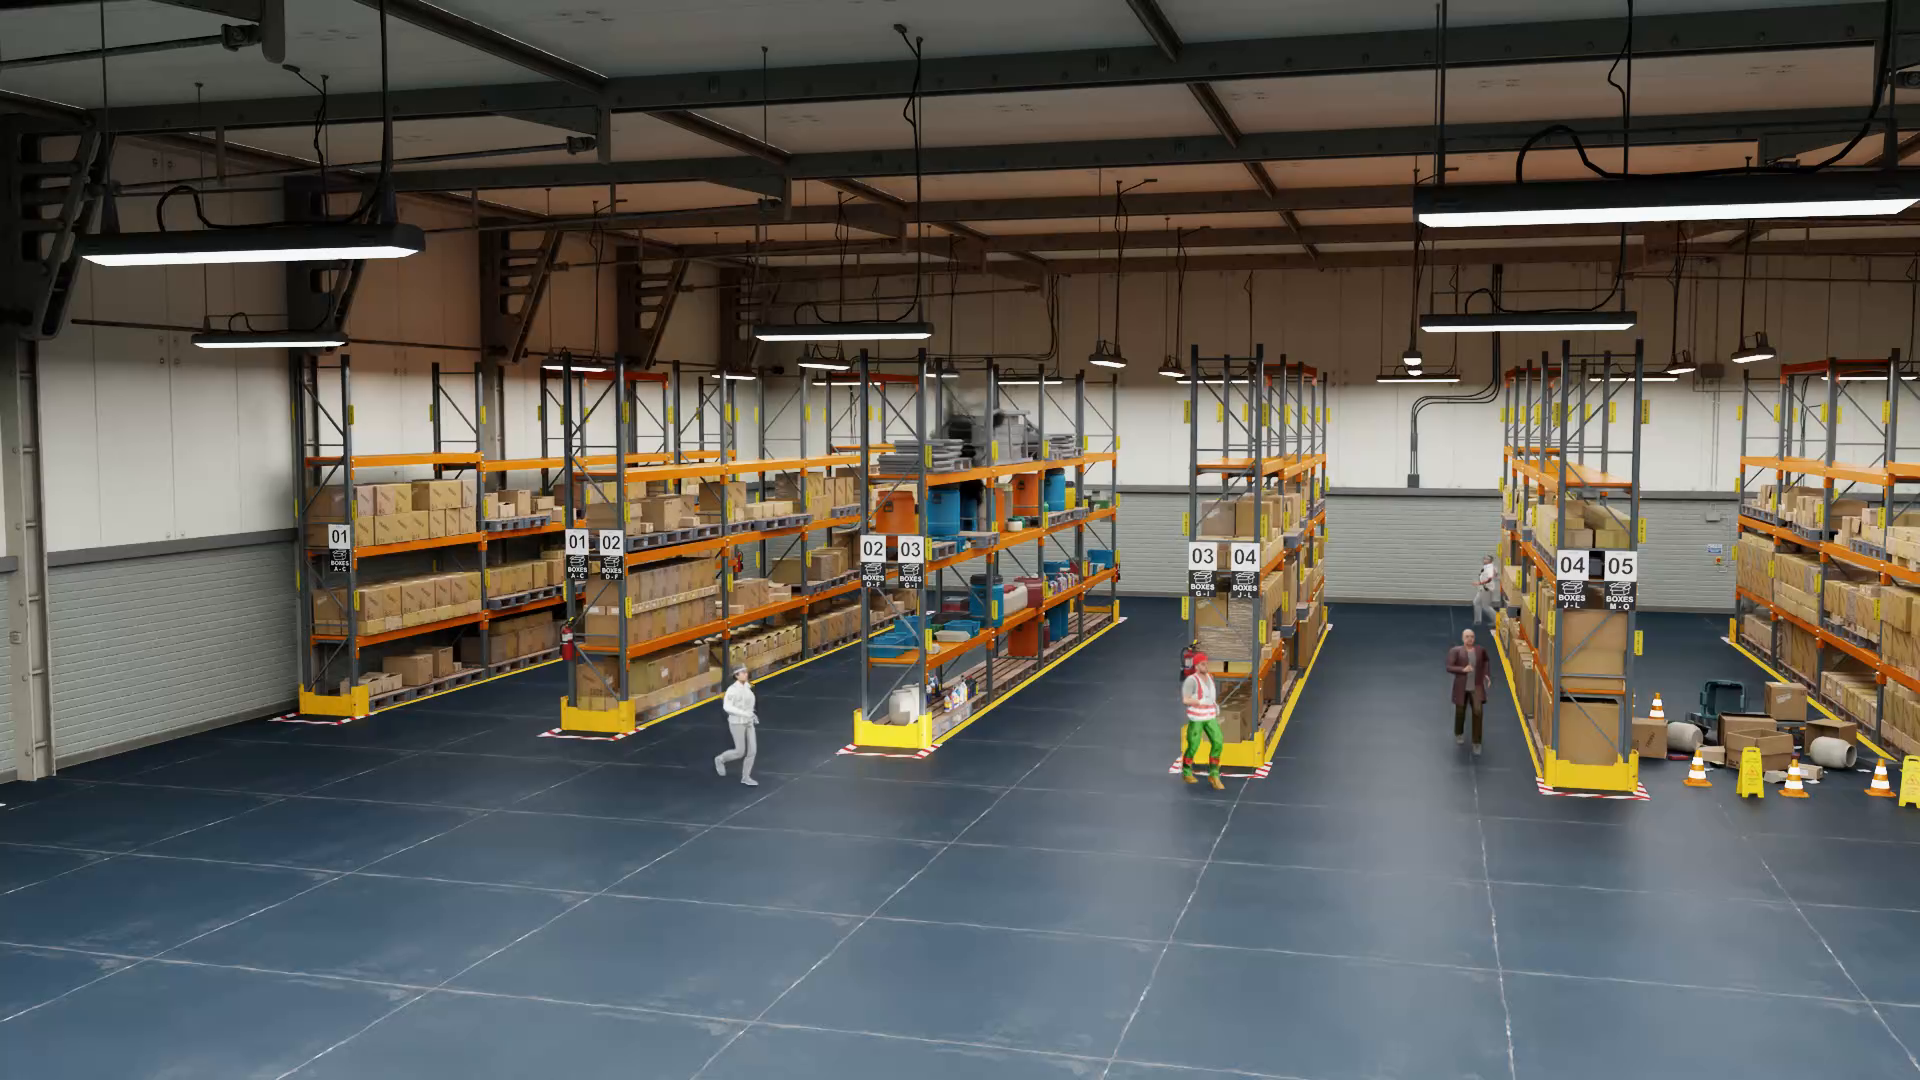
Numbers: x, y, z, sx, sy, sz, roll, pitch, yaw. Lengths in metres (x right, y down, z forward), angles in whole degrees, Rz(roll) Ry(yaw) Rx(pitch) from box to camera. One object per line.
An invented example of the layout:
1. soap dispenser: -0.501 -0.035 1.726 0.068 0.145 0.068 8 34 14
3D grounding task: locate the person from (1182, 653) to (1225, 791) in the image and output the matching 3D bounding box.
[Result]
1. person: 3.252 2.434 22.306 0.674 1.838 0.726 -2 5 -30

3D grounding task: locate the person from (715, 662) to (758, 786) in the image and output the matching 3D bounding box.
1. person: -3.002 2.478 22.566 0.690 1.662 0.622 3 5 30

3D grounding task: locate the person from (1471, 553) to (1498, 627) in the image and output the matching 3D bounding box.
1. person: 12.402 1.217 39.203 0.699 1.843 0.700 1 4 15

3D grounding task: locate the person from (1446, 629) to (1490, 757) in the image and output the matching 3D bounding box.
1. person: 7.581 2.238 24.821 0.678 1.829 0.923 1 4 8

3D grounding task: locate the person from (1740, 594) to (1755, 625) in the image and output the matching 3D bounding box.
1. person: 17.932 1.391 37.817 0.751 1.554 0.650 3 6 39
